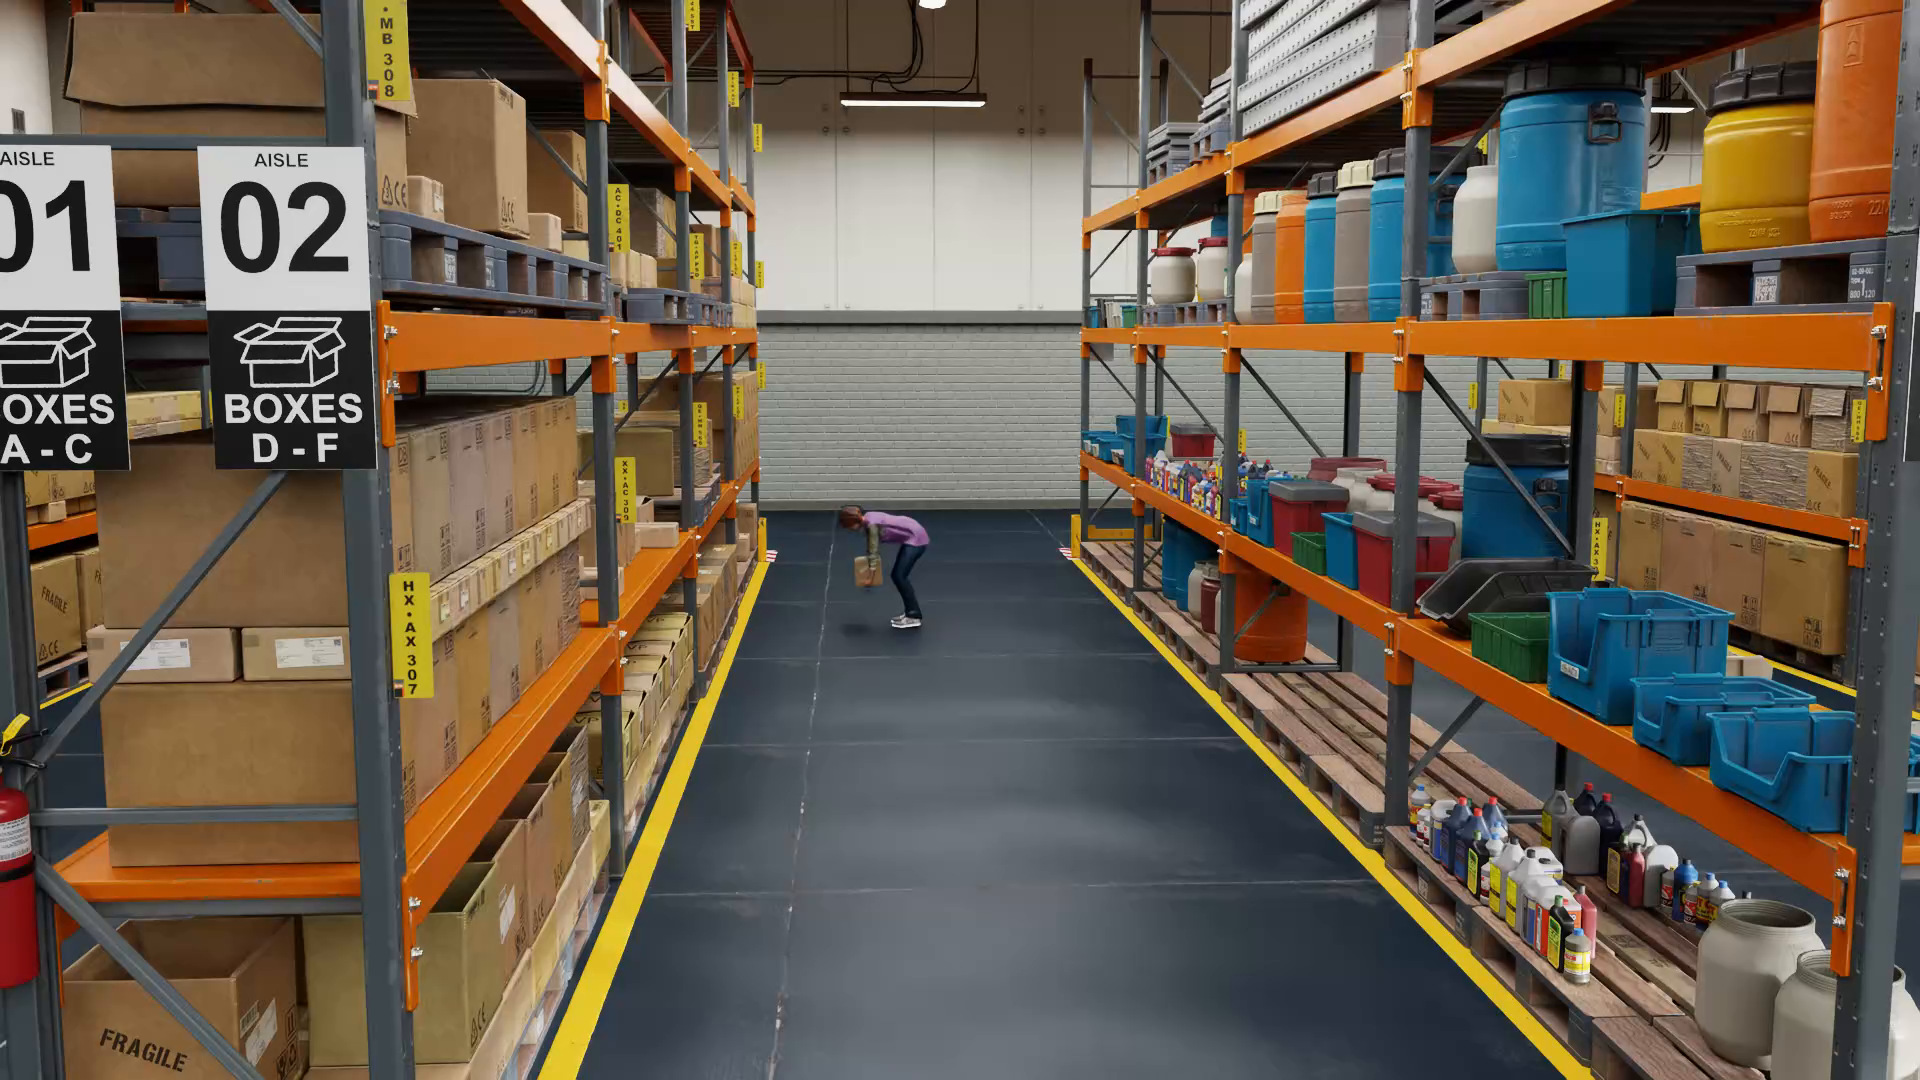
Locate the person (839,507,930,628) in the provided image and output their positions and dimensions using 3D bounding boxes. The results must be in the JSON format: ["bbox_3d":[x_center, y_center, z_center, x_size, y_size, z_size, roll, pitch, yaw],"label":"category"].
[{"bbox_3d":[-0.709,0.252,15.654,0.848,1.136,0.385,-1,7,-5],"label":"person"}]
